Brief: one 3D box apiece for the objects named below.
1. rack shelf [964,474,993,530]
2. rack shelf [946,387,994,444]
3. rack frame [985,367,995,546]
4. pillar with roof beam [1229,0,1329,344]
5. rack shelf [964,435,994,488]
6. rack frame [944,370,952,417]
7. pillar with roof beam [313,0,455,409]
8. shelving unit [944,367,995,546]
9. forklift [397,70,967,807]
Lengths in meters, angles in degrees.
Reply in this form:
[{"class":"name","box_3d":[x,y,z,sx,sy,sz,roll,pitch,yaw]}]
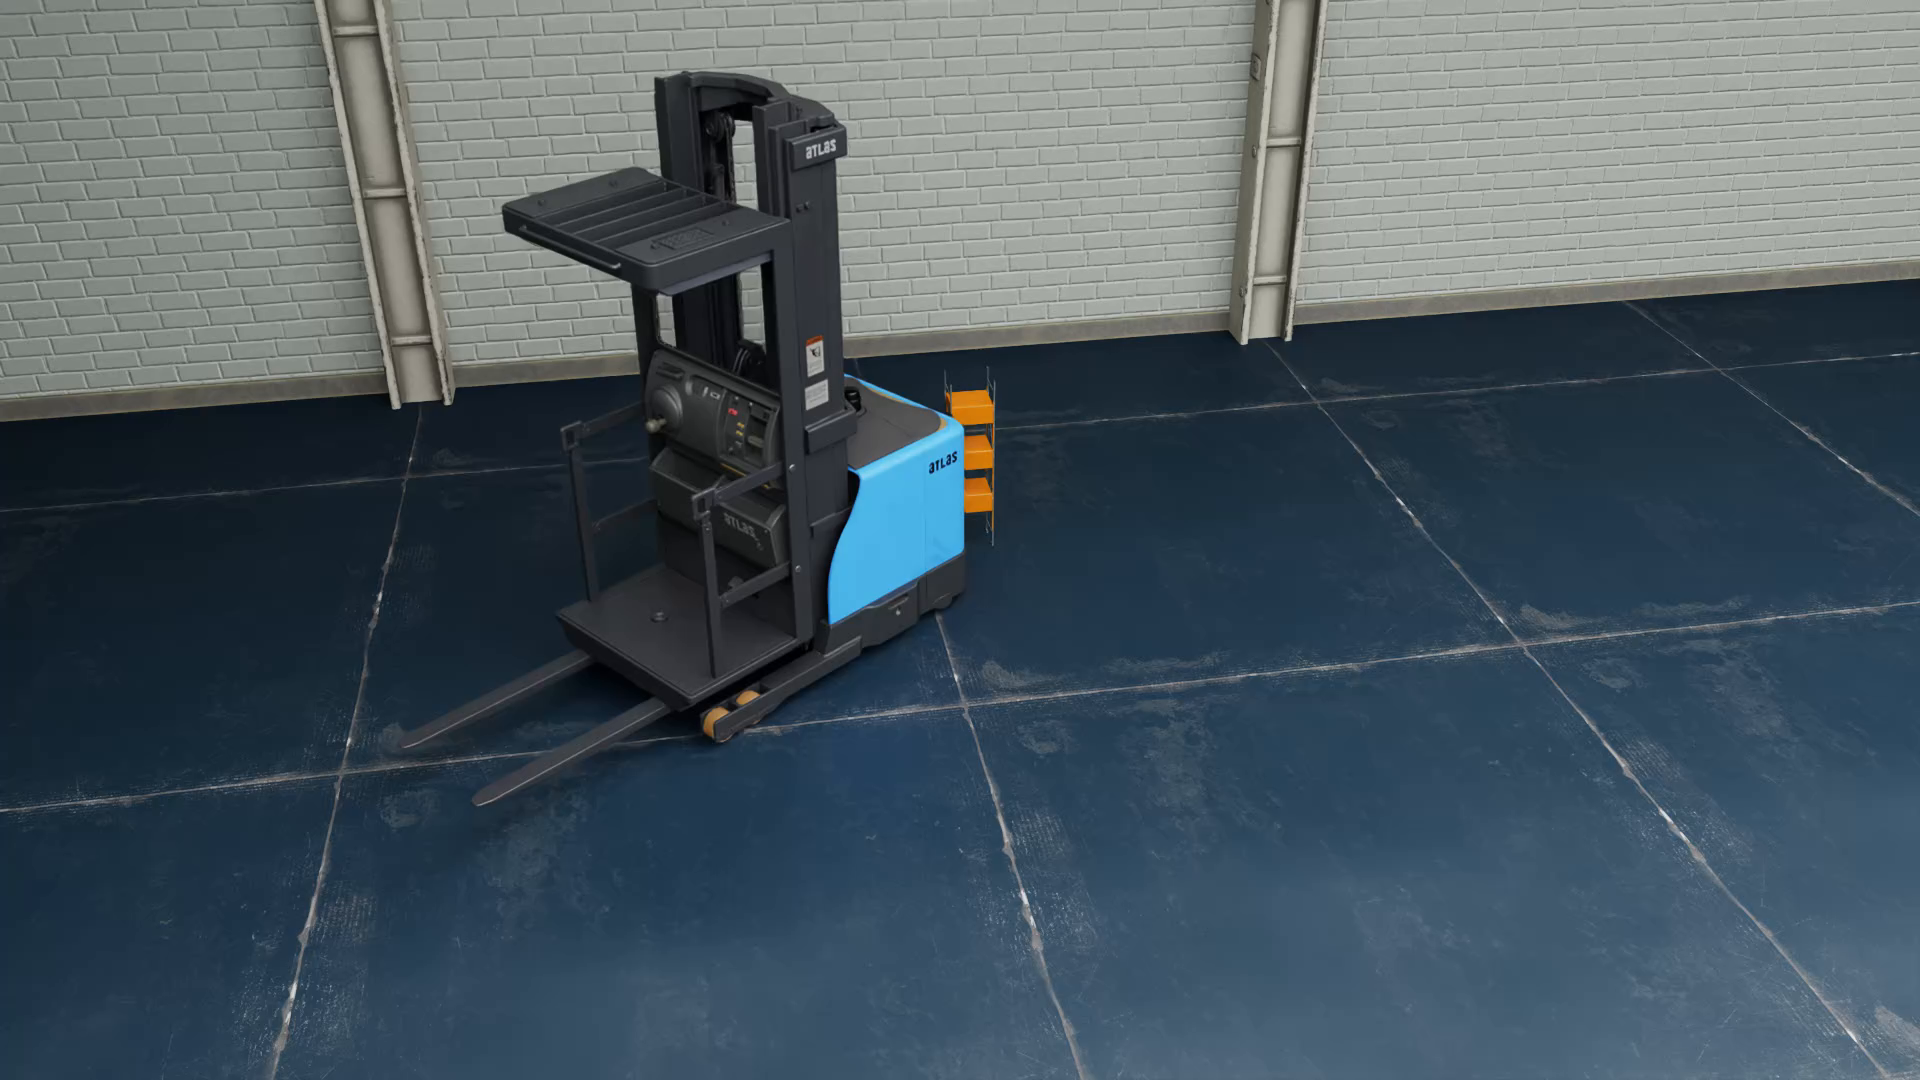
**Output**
[{"class":"rack shelf","box_3d":[0.053,-0.209,9.638,0.240,0.259,0.215,-5,31,-9]},{"class":"rack shelf","box_3d":[0.053,-0.693,9.354,0.240,0.259,0.215,-5,31,-9]},{"class":"rack frame","box_3d":[0.173,-0.469,9.511,0.008,1.050,0.200,-5,31,-9]},{"class":"pillar with roof beam","box_3d":[2.998,-3.261,6.418,0.400,9.000,9.100,-5,31,-9]},{"class":"rack shelf","box_3d":[0.053,-0.448,9.498,0.240,0.259,0.215,-5,31,-9]},{"class":"rack frame","box_3d":[-0.067,-0.446,9.473,0.008,1.050,0.200,-5,31,-9]},{"class":"pillar with roof beam","box_3d":[-2.904,-2.713,5.486,0.400,9.000,9.100,-5,31,-9]},{"class":"shelving unit","box_3d":[0.053,-0.457,9.492,0.252,1.050,0.215,-5,31,-9]},{"class":"forklift","box_3d":[-1.335,-0.574,7.835,1.130,2.935,3.031,25,39,36]}]
